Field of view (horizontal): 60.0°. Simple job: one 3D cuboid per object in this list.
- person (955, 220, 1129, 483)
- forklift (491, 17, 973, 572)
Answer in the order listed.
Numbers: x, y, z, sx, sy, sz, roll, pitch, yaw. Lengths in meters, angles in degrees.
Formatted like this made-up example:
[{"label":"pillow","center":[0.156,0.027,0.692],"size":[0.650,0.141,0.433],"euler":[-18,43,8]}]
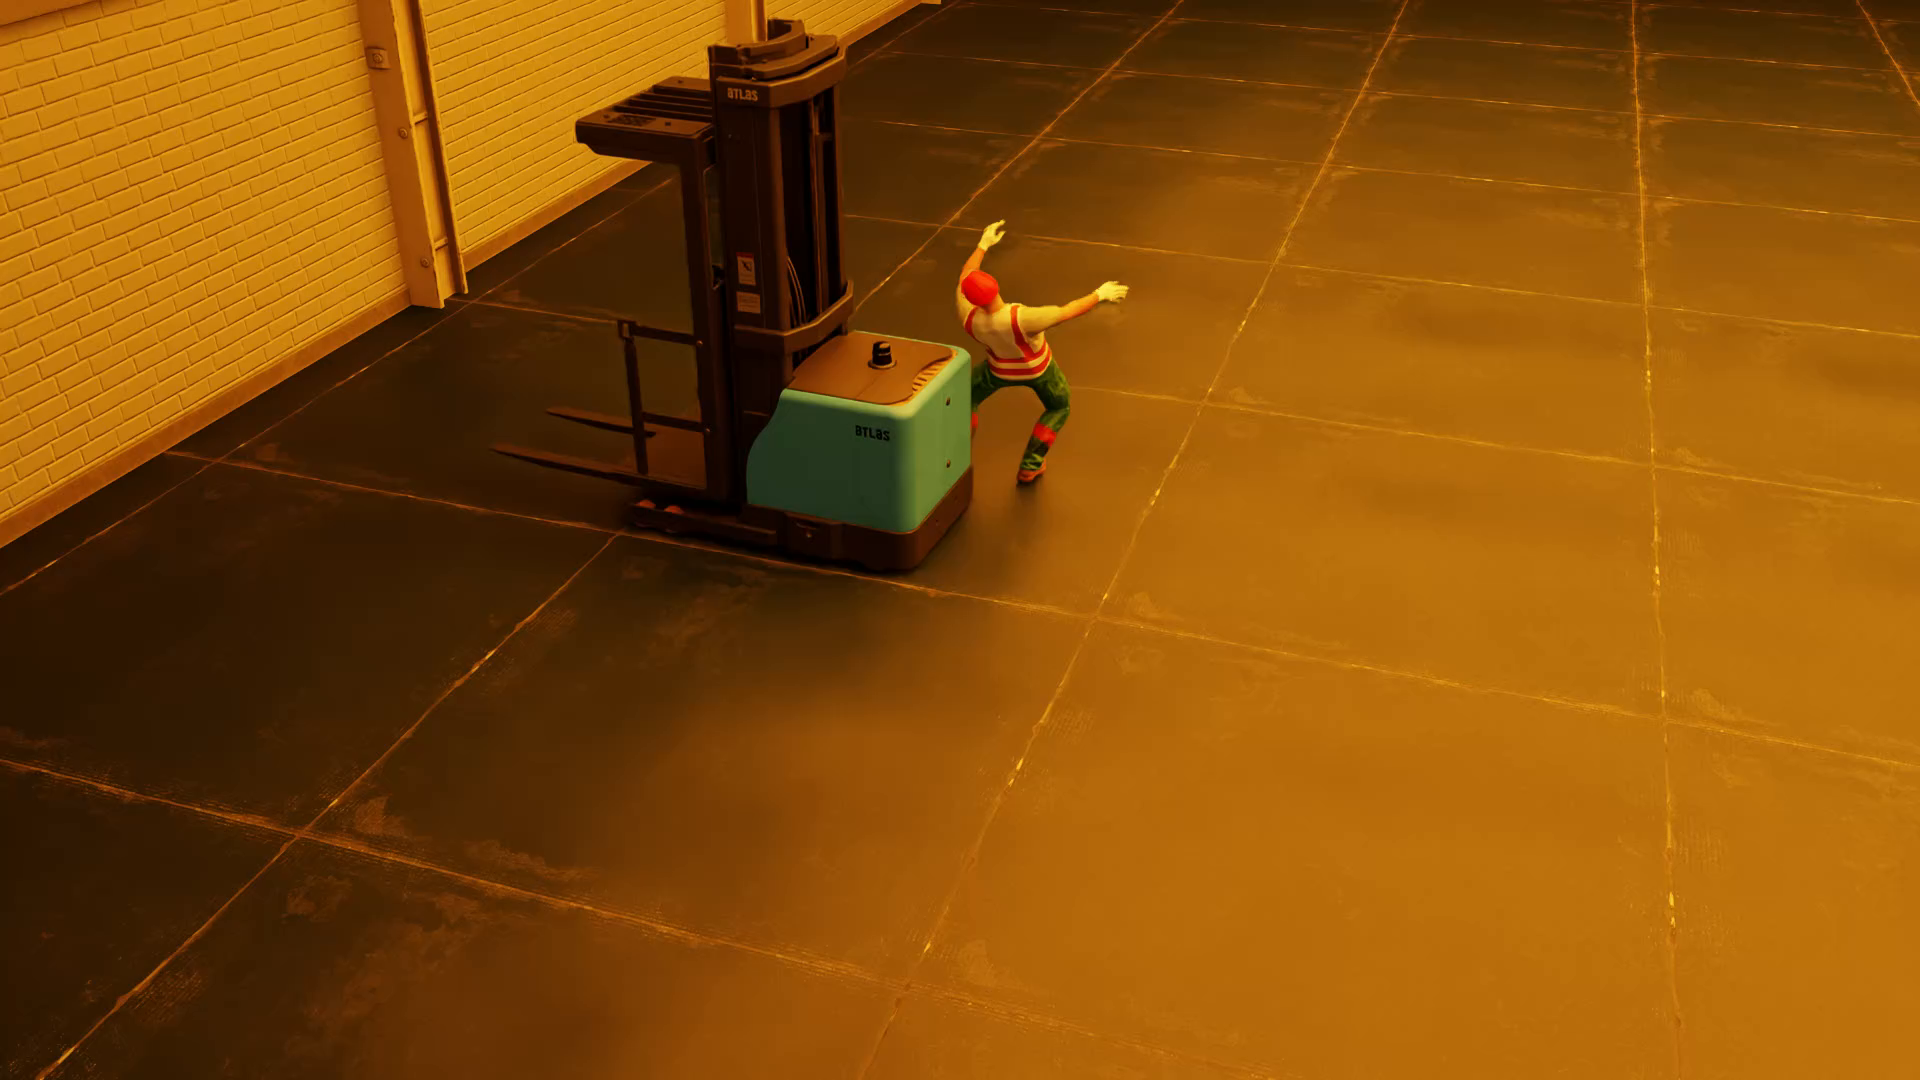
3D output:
[{"label":"person","center":[0.473,-1.100,10.342],"size":[1.079,1.602,0.694],"euler":[5,30,9]},{"label":"forklift","center":[-1.489,-1.543,9.844],"size":[3.031,2.935,1.130],"euler":[11,32,19]}]
